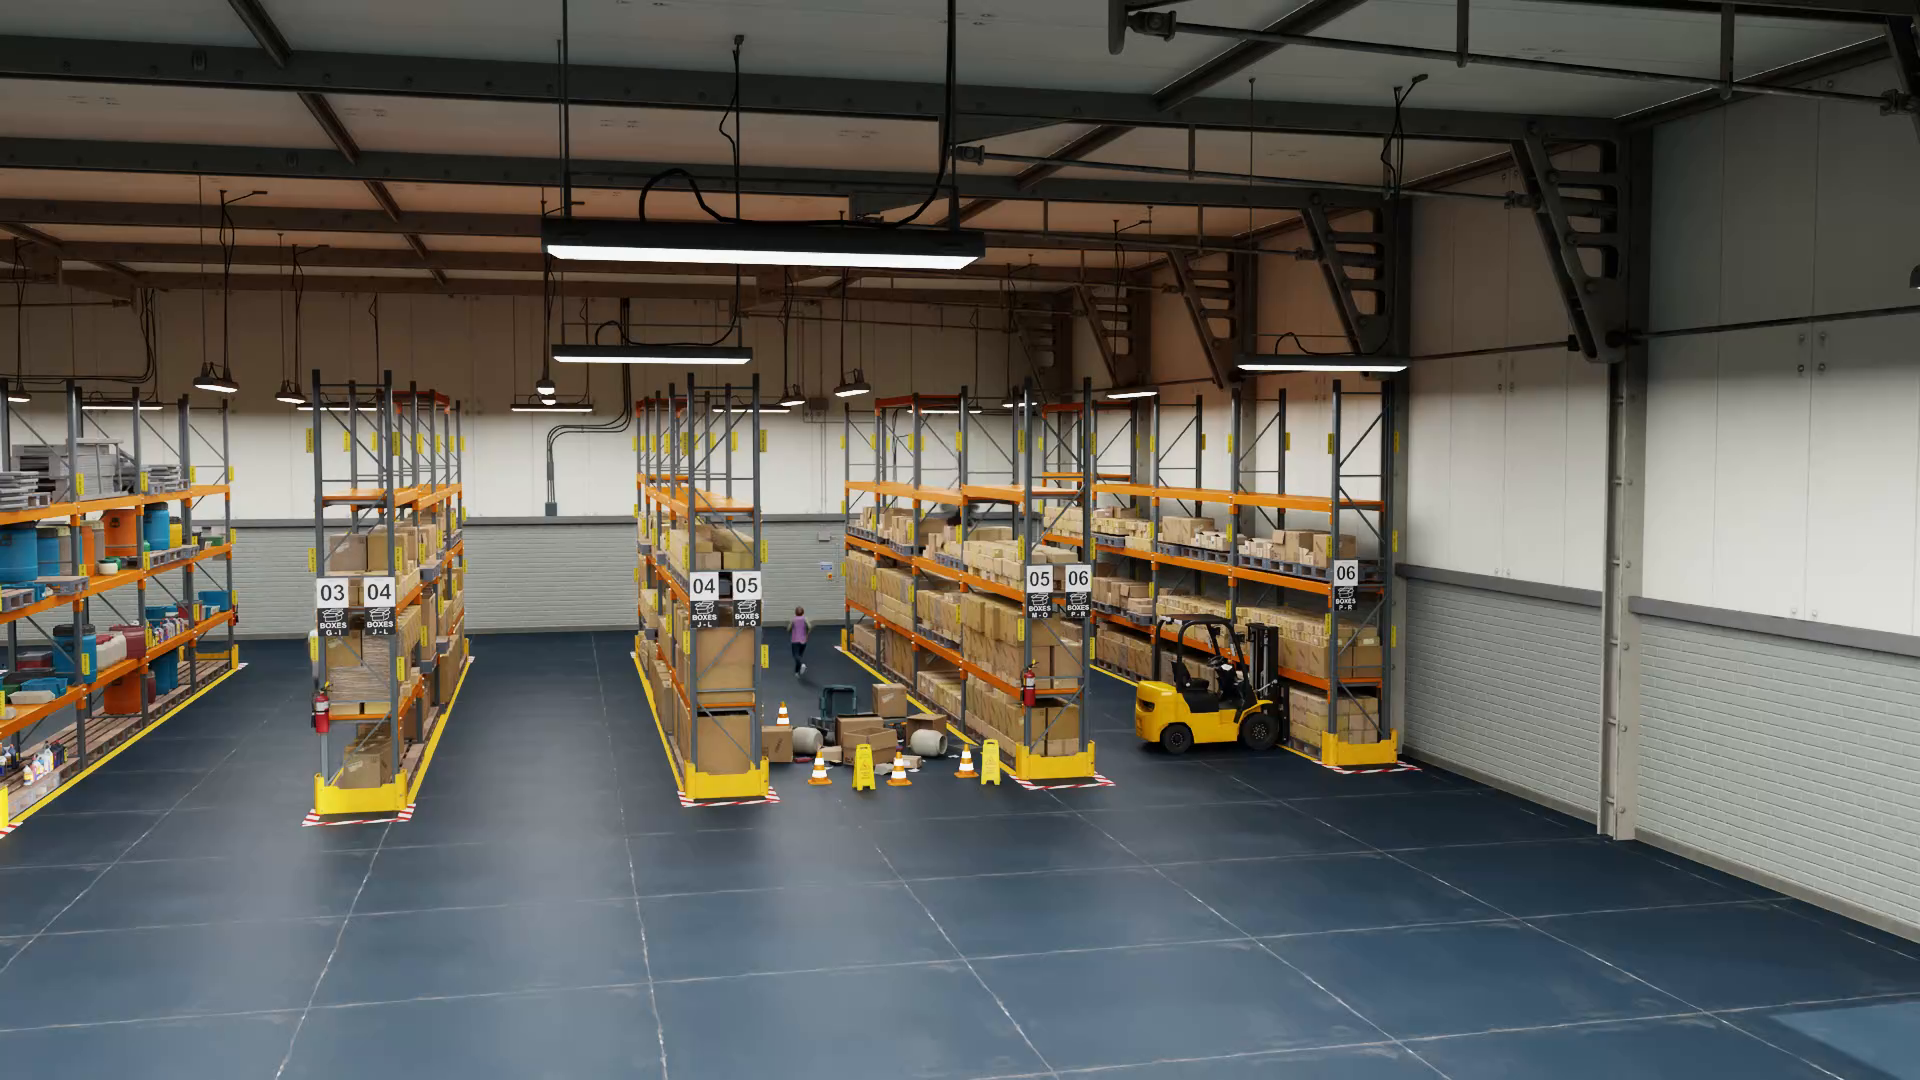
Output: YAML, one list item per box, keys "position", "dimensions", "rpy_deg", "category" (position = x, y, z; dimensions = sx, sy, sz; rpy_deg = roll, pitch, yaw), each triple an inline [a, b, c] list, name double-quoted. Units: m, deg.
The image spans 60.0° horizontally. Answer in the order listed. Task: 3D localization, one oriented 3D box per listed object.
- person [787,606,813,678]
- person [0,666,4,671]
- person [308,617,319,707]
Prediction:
- position: [-3.404, 2.199, 35.192]
  dimensions: [0.508, 1.573, 1.029]
  rpy_deg: [-1, 4, -22]
  category: "person"
- position: [-21.581, 2.055, 36.916]
  dimensions: [0.804, 1.711, 0.609]
  rpy_deg: [0, 3, 1]
  category: "person"
- position: [-12.270, 2.326, 32.054]
  dimensions: [0.551, 1.752, 0.814]
  rpy_deg: [-1, 3, -18]
  category: "person"
